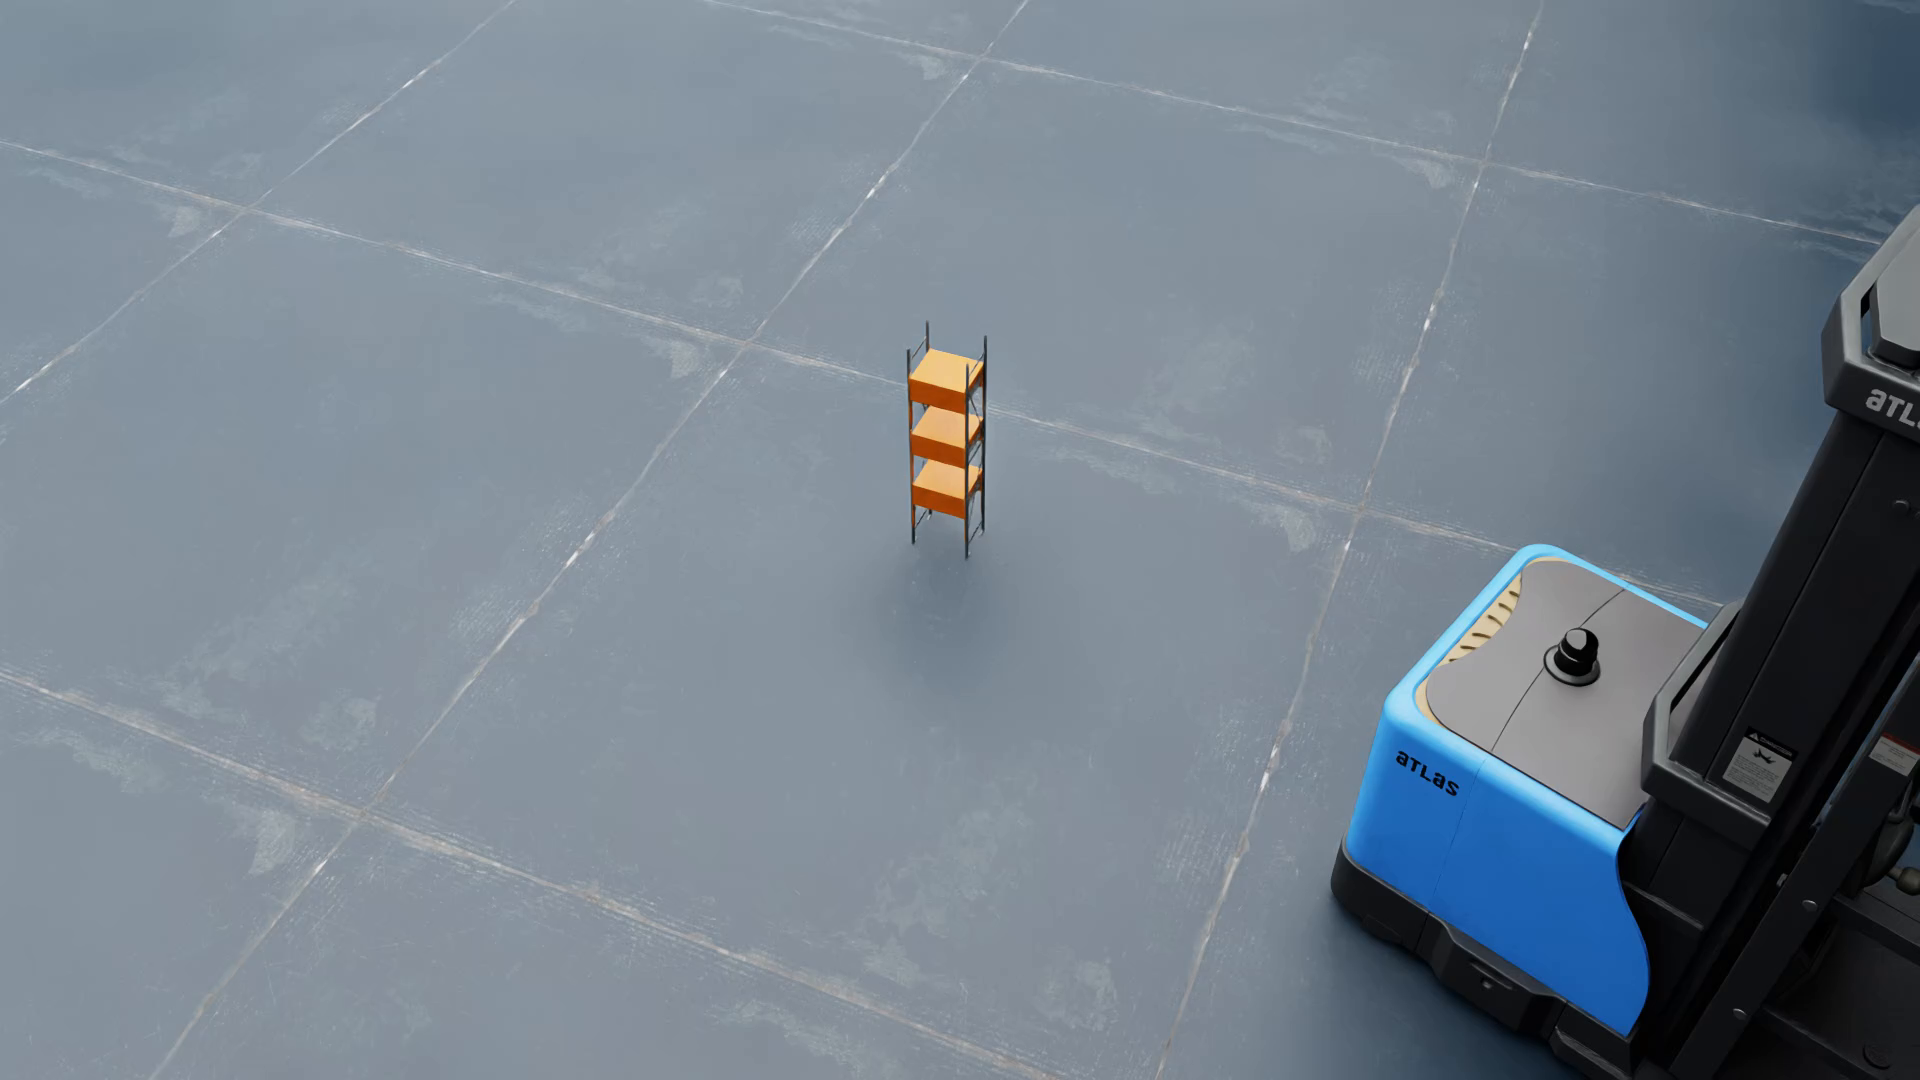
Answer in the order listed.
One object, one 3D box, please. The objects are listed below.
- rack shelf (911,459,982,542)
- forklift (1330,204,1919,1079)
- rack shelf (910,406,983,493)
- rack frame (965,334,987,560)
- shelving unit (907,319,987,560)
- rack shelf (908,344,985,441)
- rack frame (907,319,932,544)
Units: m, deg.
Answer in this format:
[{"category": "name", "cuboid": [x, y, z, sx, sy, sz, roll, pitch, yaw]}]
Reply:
[{"category": "rack shelf", "cuboid": [-0.049, -0.182, 6.937, 0.240, 0.259, 0.215, 16, 47, 16]}, {"category": "forklift", "cuboid": [2.727, 0.651, 4.356, 3.031, 2.935, 1.130, 32, 53, 28]}, {"category": "rack shelf", "cuboid": [-0.049, -0.379, 6.741, 0.240, 0.259, 0.215, 16, 47, 16]}, {"category": "rack frame", "cuboid": [0.063, -0.354, 6.700, 0.008, 1.050, 0.200, 16, 47, 16]}, {"category": "shelving unit", "cuboid": [-0.049, -0.387, 6.733, 0.252, 1.050, 0.215, 16, 47, 16]}, {"category": "rack shelf", "cuboid": [-0.049, -0.580, 6.541, 0.240, 0.259, 0.215, 16, 47, 16]}, {"category": "rack frame", "cuboid": [-0.162, -0.420, 6.767, 0.008, 1.050, 0.200, 16, 47, 16]}]
